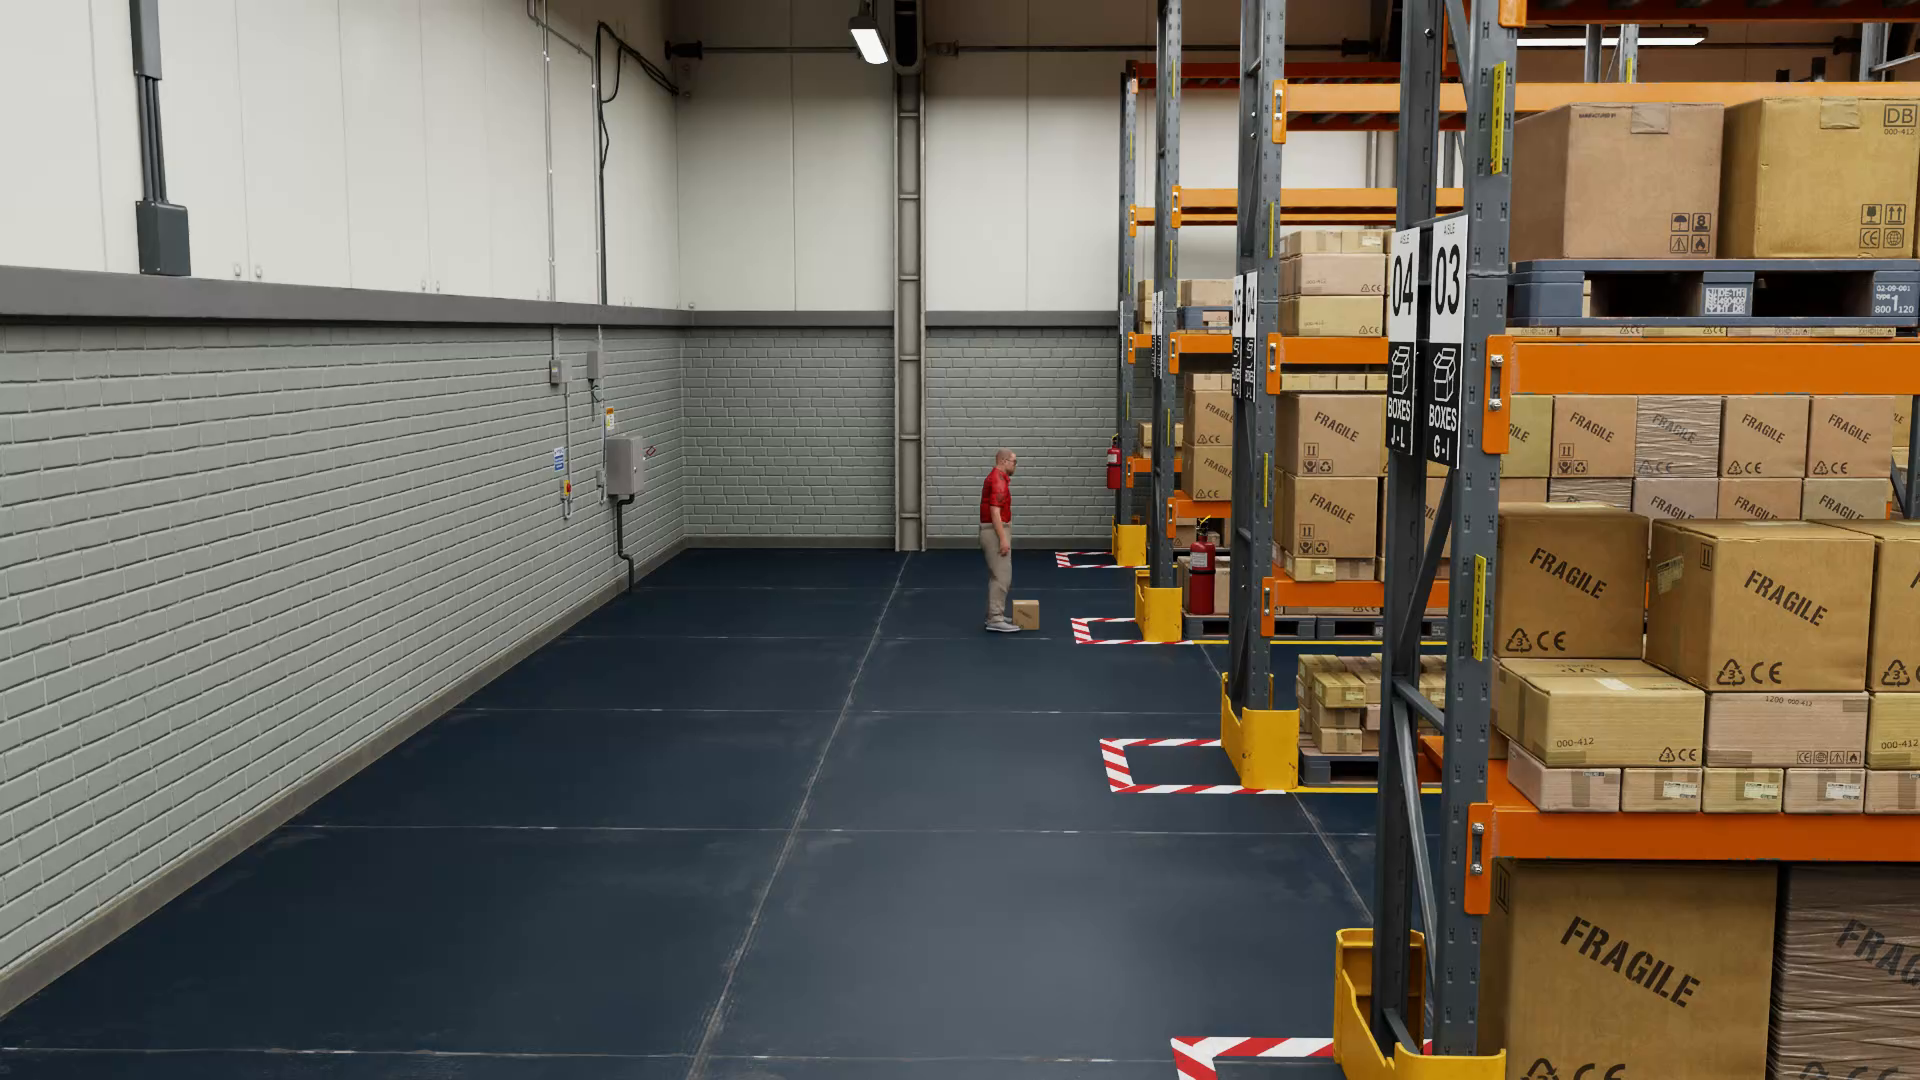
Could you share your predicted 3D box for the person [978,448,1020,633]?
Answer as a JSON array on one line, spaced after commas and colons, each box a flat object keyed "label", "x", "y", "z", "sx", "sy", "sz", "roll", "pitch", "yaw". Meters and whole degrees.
[{"label": "person", "x": 0.376, "y": -0.012, "z": 15.919, "sx": 0.393, "sy": 1.726, "sz": 0.599, "roll": 0, "pitch": 7, "yaw": -2}]
